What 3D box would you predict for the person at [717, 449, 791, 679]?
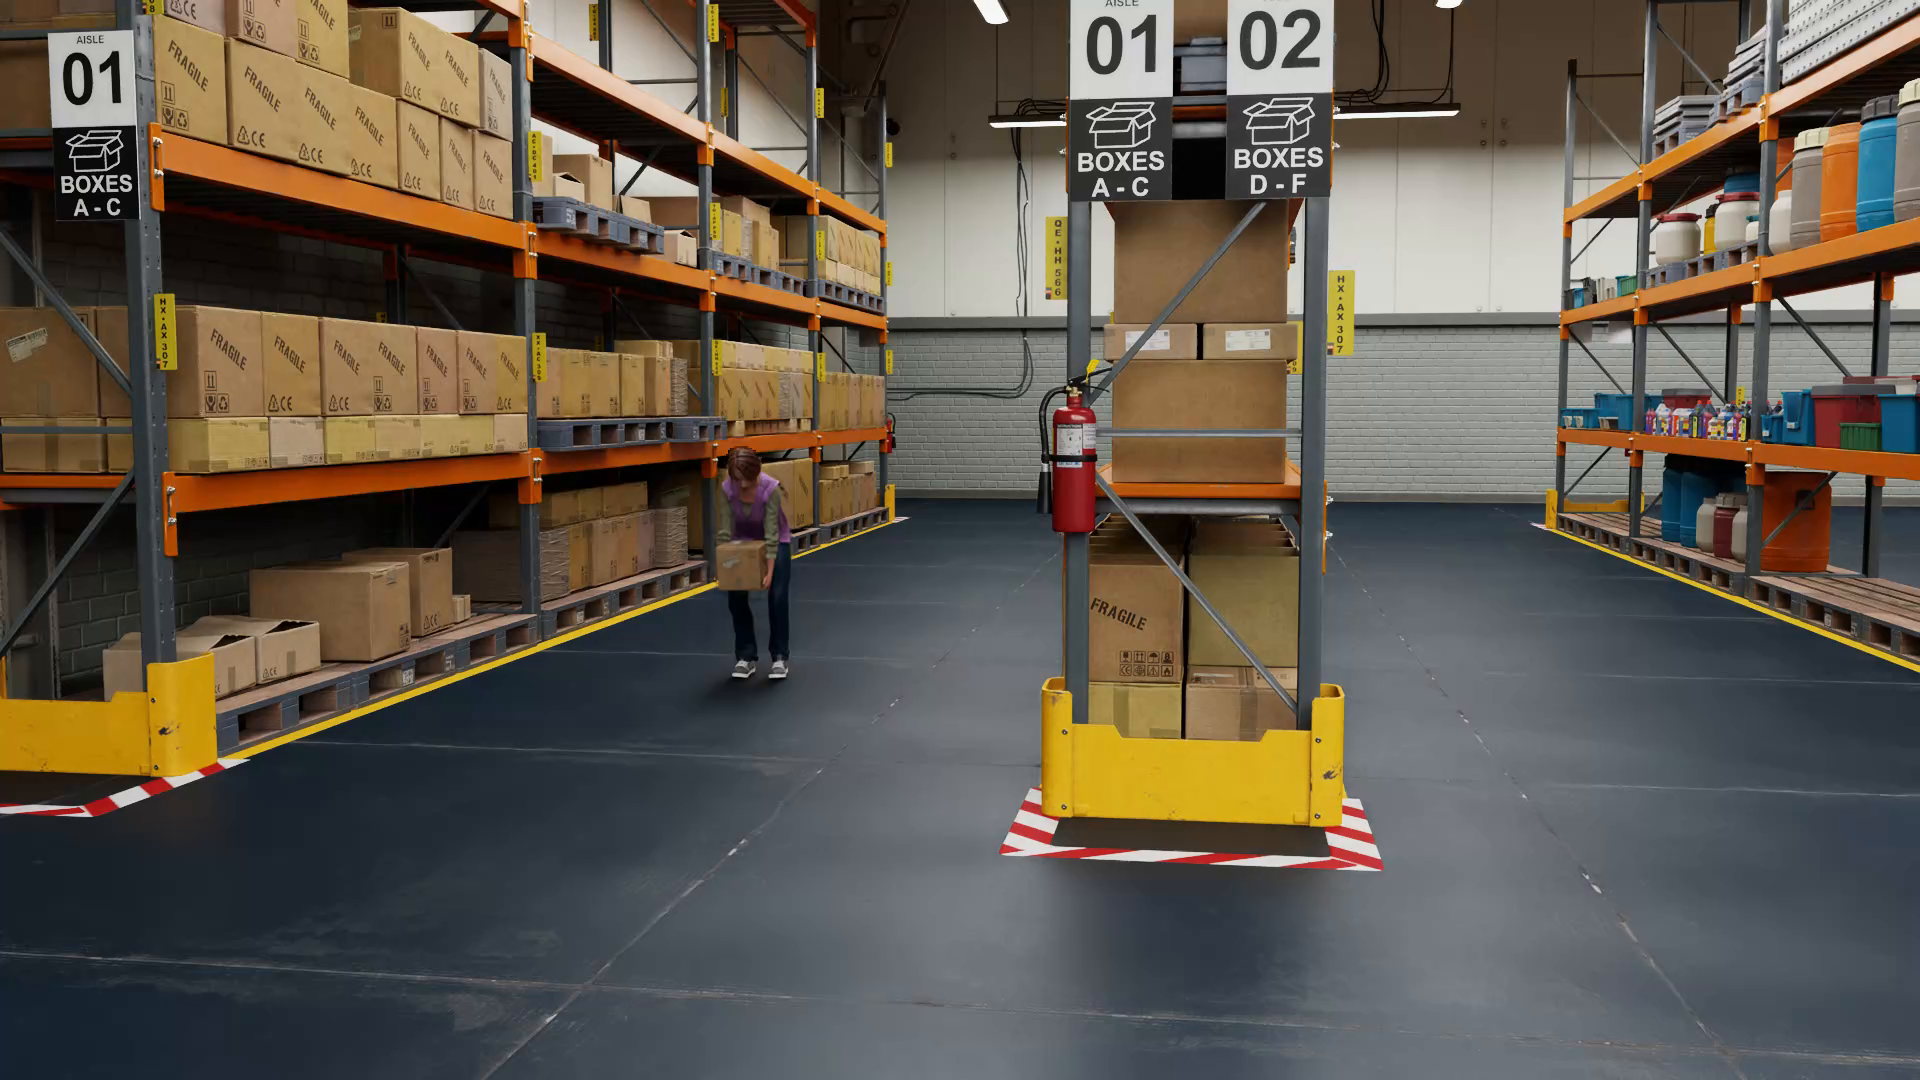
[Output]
[{"bbox_3d":[-1.212,0.153,9.741,0.381,1.359,0.727,1,5,7],"label":"person"}]
